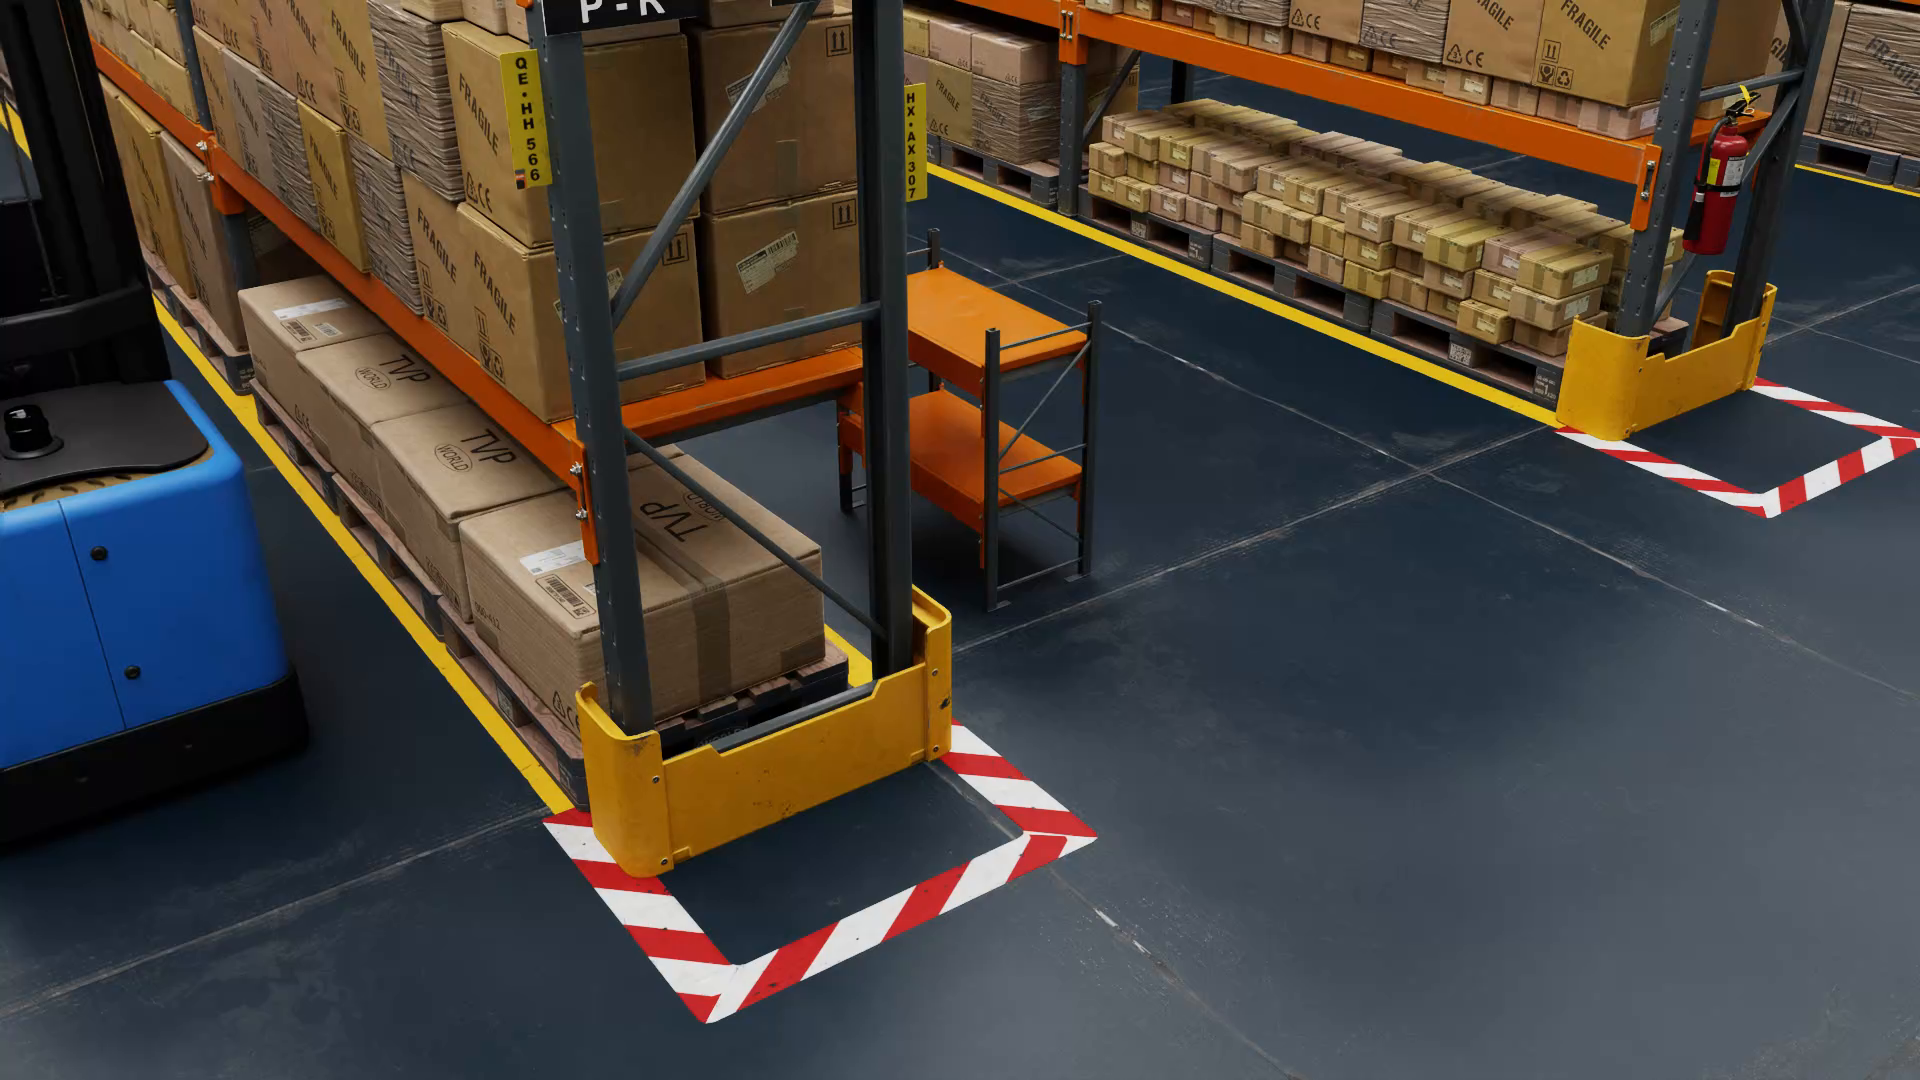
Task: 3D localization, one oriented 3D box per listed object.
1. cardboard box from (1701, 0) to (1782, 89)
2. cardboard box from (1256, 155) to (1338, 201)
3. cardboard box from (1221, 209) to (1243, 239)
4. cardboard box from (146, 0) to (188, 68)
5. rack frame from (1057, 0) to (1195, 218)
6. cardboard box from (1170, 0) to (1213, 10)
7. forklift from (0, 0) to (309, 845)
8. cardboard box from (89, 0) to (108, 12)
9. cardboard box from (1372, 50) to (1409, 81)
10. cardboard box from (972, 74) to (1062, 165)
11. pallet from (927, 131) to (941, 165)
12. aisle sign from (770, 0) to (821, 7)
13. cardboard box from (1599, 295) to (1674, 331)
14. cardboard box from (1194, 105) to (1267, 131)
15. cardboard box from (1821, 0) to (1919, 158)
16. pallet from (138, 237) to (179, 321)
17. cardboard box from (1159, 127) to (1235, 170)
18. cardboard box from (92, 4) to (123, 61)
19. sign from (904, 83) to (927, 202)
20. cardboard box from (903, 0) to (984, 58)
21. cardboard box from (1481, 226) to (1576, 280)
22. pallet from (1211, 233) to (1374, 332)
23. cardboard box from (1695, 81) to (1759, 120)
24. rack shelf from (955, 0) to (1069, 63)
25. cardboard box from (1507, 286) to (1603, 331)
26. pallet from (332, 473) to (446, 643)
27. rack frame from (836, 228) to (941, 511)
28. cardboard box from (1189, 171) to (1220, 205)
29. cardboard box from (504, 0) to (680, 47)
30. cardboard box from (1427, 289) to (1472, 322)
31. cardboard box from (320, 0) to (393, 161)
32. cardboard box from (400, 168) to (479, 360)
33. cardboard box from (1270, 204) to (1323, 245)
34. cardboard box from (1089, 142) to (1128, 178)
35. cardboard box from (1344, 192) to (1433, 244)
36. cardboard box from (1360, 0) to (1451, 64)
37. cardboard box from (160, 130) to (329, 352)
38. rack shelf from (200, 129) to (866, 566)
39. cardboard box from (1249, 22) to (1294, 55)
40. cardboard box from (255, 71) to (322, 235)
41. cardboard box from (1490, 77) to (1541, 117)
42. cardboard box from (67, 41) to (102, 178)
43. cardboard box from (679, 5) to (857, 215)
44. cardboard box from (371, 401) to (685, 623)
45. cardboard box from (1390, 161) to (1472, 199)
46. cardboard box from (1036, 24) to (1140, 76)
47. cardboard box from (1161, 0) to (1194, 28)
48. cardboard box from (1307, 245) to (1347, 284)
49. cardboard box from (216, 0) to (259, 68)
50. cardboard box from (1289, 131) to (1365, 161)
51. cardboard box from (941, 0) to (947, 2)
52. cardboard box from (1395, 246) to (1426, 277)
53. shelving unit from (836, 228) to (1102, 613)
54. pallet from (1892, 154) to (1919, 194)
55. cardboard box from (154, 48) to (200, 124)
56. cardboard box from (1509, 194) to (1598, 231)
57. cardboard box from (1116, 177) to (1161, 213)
[{"bbox_3d":[3.347,-2.379,7.571,0.500,0.500,0.500,-17,33,-28],"label":"cardboard box"},{"bbox_3d":[1.868,-2.002,9.217,0.380,0.149,0.250,-20,35,-33],"label":"cardboard box"},{"bbox_3d":[1.725,-1.844,9.549,0.380,0.149,0.250,-20,35,-33],"label":"cardboard box"},{"bbox_3d":[-3.365,-2.356,7.579,0.500,0.250,0.500,-19,34,-31],"label":"cardboard box"},{"bbox_3d":[1.062,-3.508,10.067,1.000,3.000,0.127,-19,34,-31],"label":"rack frame"},{"bbox_3d":[1.437,-3.230,9.138,0.500,0.500,0.500,-19,34,-31],"label":"cardboard box"},{"bbox_3d":[-3.401,-1.021,5.558,1.130,2.935,3.031,-19,34,-31],"label":"forklift"},{"bbox_3d":[-4.278,-2.943,8.659,0.500,0.250,0.500,-18,33,-30],"label":"cardboard box"},{"bbox_3d":[2.288,-2.416,8.320,0.380,0.149,0.250,-20,35,-33],"label":"cardboard box"},{"bbox_3d":[0.428,-2.812,10.964,0.500,0.500,0.500,-19,34,-32],"label":"cardboard box"},{"bbox_3d":[-0.102,-3.060,12.163,1.003,0.211,1.213,-19,34,-31],"label":"pallet"},{"bbox_3d":[-0.313,-1.738,4.084,0.394,0.787,0.004,-19,34,-31],"label":"aisle sign"},{"bbox_3d":[3.339,-1.177,8.322,0.380,0.149,0.250,-18,33,-30],"label":"cardboard box"},{"bbox_3d":[1.661,-2.547,10.220,0.380,0.149,0.250,-18,33,-30],"label":"cardboard box"},{"bbox_3d":[6.517,-3.118,11.135,0.875,0.875,0.875,-19,34,-31],"label":"cardboard box"},{"bbox_3d":[-4.132,-1.627,9.524,1.003,0.211,1.213,-19,34,-31],"label":"pallet"},{"bbox_3d":[1.391,-2.302,9.769,0.380,0.149,0.250,-19,34,-31],"label":"cardboard box"},{"bbox_3d":[-4.252,-2.737,8.803,0.500,0.250,0.500,-19,34,-31],"label":"cardboard box"},{"bbox_3d":[-0.136,-1.110,4.661,0.100,0.325,0.005,-19,34,-31],"label":"sign"},{"bbox_3d":[-0.181,-3.548,11.534,0.500,0.250,0.500,-20,35,-33],"label":"cardboard box"},{"bbox_3d":[2.770,-1.396,8.100,0.380,0.149,0.250,-18,33,-30],"label":"cardboard box"},{"bbox_3d":[2.192,-1.557,9.395,1.003,0.211,1.213,-19,34,-31],"label":"pallet"},{"bbox_3d":[3.461,-2.059,7.662,0.380,0.149,0.250,-19,34,-31],"label":"cardboard box"},{"bbox_3d":[-0.098,-3.970,11.670,1.077,0.370,4.000,-19,34,-31],"label":"rack shelf"},{"bbox_3d":[2.844,-1.142,7.945,0.380,0.149,0.250,-20,34,-32],"label":"cardboard box"},{"bbox_3d":[-1.822,-0.081,6.678,1.003,0.211,1.213,-19,34,-31],"label":"pallet"},{"bbox_3d":[-0.291,-0.689,6.841,0.500,1.125,0.032,-19,34,-31],"label":"rack frame"},{"bbox_3d":[1.557,-2.077,9.667,0.380,0.149,0.250,-21,35,-33],"label":"cardboard box"},{"bbox_3d":[-0.963,-1.396,4.345,0.380,0.149,0.250,-18,33,-30],"label":"cardboard box"},{"bbox_3d":[2.592,-1.230,8.419,0.380,0.149,0.250,-19,34,-31],"label":"cardboard box"},{"bbox_3d":[-1.676,-1.537,5.284,0.500,0.500,0.500,-19,34,-31],"label":"cardboard box"},{"bbox_3d":[-1.366,-0.901,5.161,0.500,0.500,0.500,-20,34,-32],"label":"cardboard box"},{"bbox_3d":[1.914,-1.745,9.056,0.380,0.149,0.250,-18,34,-30],"label":"cardboard box"},{"bbox_3d":[1.012,-2.341,10.153,0.380,0.149,0.250,-17,33,-28],"label":"cardboard box"},{"bbox_3d":[2.216,-1.668,8.603,0.380,0.149,0.250,-17,33,-29],"label":"cardboard box"},{"bbox_3d":[2.316,-2.627,8.028,0.500,0.500,0.500,-19,34,-30],"label":"cardboard box"},{"bbox_3d":[-3.336,-1.568,8.281,0.875,0.875,0.875,-18,33,-29],"label":"cardboard box"},{"bbox_3d":[-1.751,-1.005,6.211,1.077,0.370,4.000,-19,34,-31],"label":"rack shelf"},{"bbox_3d":[1.763,-2.699,8.839,0.380,0.149,0.250,-17,33,-29],"label":"cardboard box"},{"bbox_3d":[-2.281,-1.496,6.256,0.500,0.500,0.500,-19,34,-30],"label":"cardboard box"},{"bbox_3d":[2.692,-2.092,7.721,0.380,0.149,0.250,-19,34,-31],"label":"cardboard box"},{"bbox_3d":[-4.899,-2.613,10.204,0.875,0.875,0.875,-19,34,-31],"label":"cardboard box"},{"bbox_3d":[-0.638,-1.292,4.834,0.500,0.500,0.500,-20,34,-32],"label":"cardboard box"},{"bbox_3d":[-1.593,-0.184,6.191,0.875,0.438,0.875,-18,33,-29],"label":"cardboard box"},{"bbox_3d":[2.576,-1.950,9.122,0.380,0.149,0.250,-18,33,-30],"label":"cardboard box"},{"bbox_3d":[0.849,-3.284,11.048,0.500,0.250,0.500,-20,35,-33],"label":"cardboard box"},{"bbox_3d":[1.368,-3.028,9.446,0.380,0.149,0.250,-20,35,-33],"label":"cardboard box"},{"bbox_3d":[2.097,-1.516,8.946,0.380,0.149,0.250,-18,33,-30],"label":"cardboard box"},{"bbox_3d":[-2.545,-2.132,6.379,0.500,0.500,0.500,-19,34,-31],"label":"cardboard box"},{"bbox_3d":[2.131,-2.250,9.673,0.380,0.149,0.250,-21,35,-33],"label":"cardboard box"},{"bbox_3d":[-0.064,-3.890,12.163,0.500,0.250,0.500,-18,33,-30],"label":"cardboard box"},{"bbox_3d":[2.469,-1.476,8.561,0.380,0.149,0.250,-19,34,-31],"label":"cardboard box"},{"bbox_3d":[0.004,-0.492,6.477,0.538,1.125,1.048,-19,34,-31],"label":"shelving unit"},{"bbox_3d":[6.954,-2.351,10.857,1.003,0.211,1.213,-19,34,-31],"label":"pallet"},{"bbox_3d":[-3.377,-2.137,7.699,0.500,0.250,0.500,-20,34,-32],"label":"cardboard box"},{"bbox_3d":[3.055,-1.651,8.571,0.380,0.149,0.250,-19,34,-31],"label":"cardboard box"},{"bbox_3d":[1.166,-2.106,10.032,0.380,0.149,0.250,-18,33,-29],"label":"cardboard box"}]
